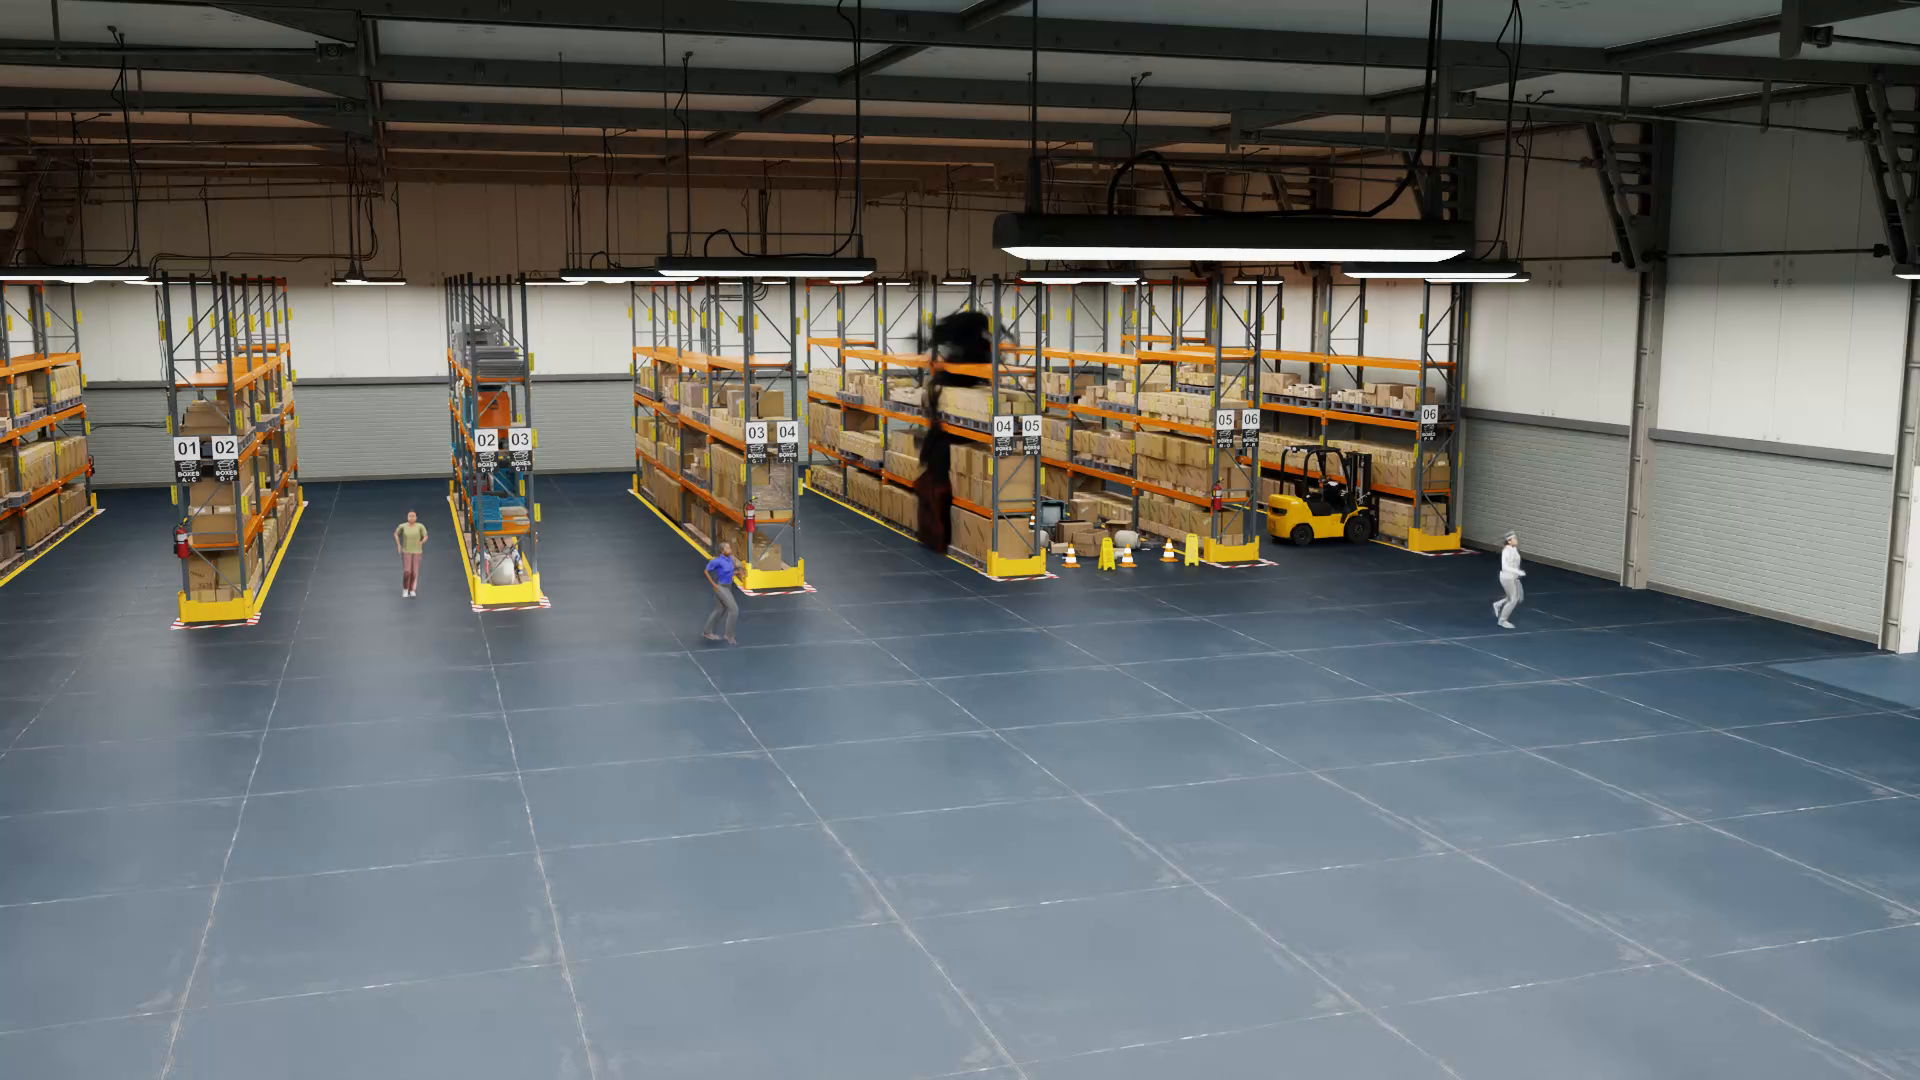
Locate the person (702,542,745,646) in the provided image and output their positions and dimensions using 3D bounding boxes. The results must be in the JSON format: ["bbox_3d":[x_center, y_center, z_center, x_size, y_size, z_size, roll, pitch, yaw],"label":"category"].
[{"bbox_3d":[-3.831,0.874,26.980,0.737,1.724,0.546,2,9,11],"label":"person"}]

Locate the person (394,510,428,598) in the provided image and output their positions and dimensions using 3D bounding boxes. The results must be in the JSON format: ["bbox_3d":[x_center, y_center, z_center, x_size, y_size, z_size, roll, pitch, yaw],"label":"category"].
[{"bbox_3d":[-10.199,0.249,30.978,0.581,1.649,0.618,-4,9,-24],"label":"person"}]

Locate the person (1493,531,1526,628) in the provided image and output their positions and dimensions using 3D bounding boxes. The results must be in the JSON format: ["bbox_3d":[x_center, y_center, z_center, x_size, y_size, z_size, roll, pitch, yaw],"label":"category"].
[{"bbox_3d":[9.361,0.662,28.254,0.537,1.660,0.658,5,10,31],"label":"person"}]
